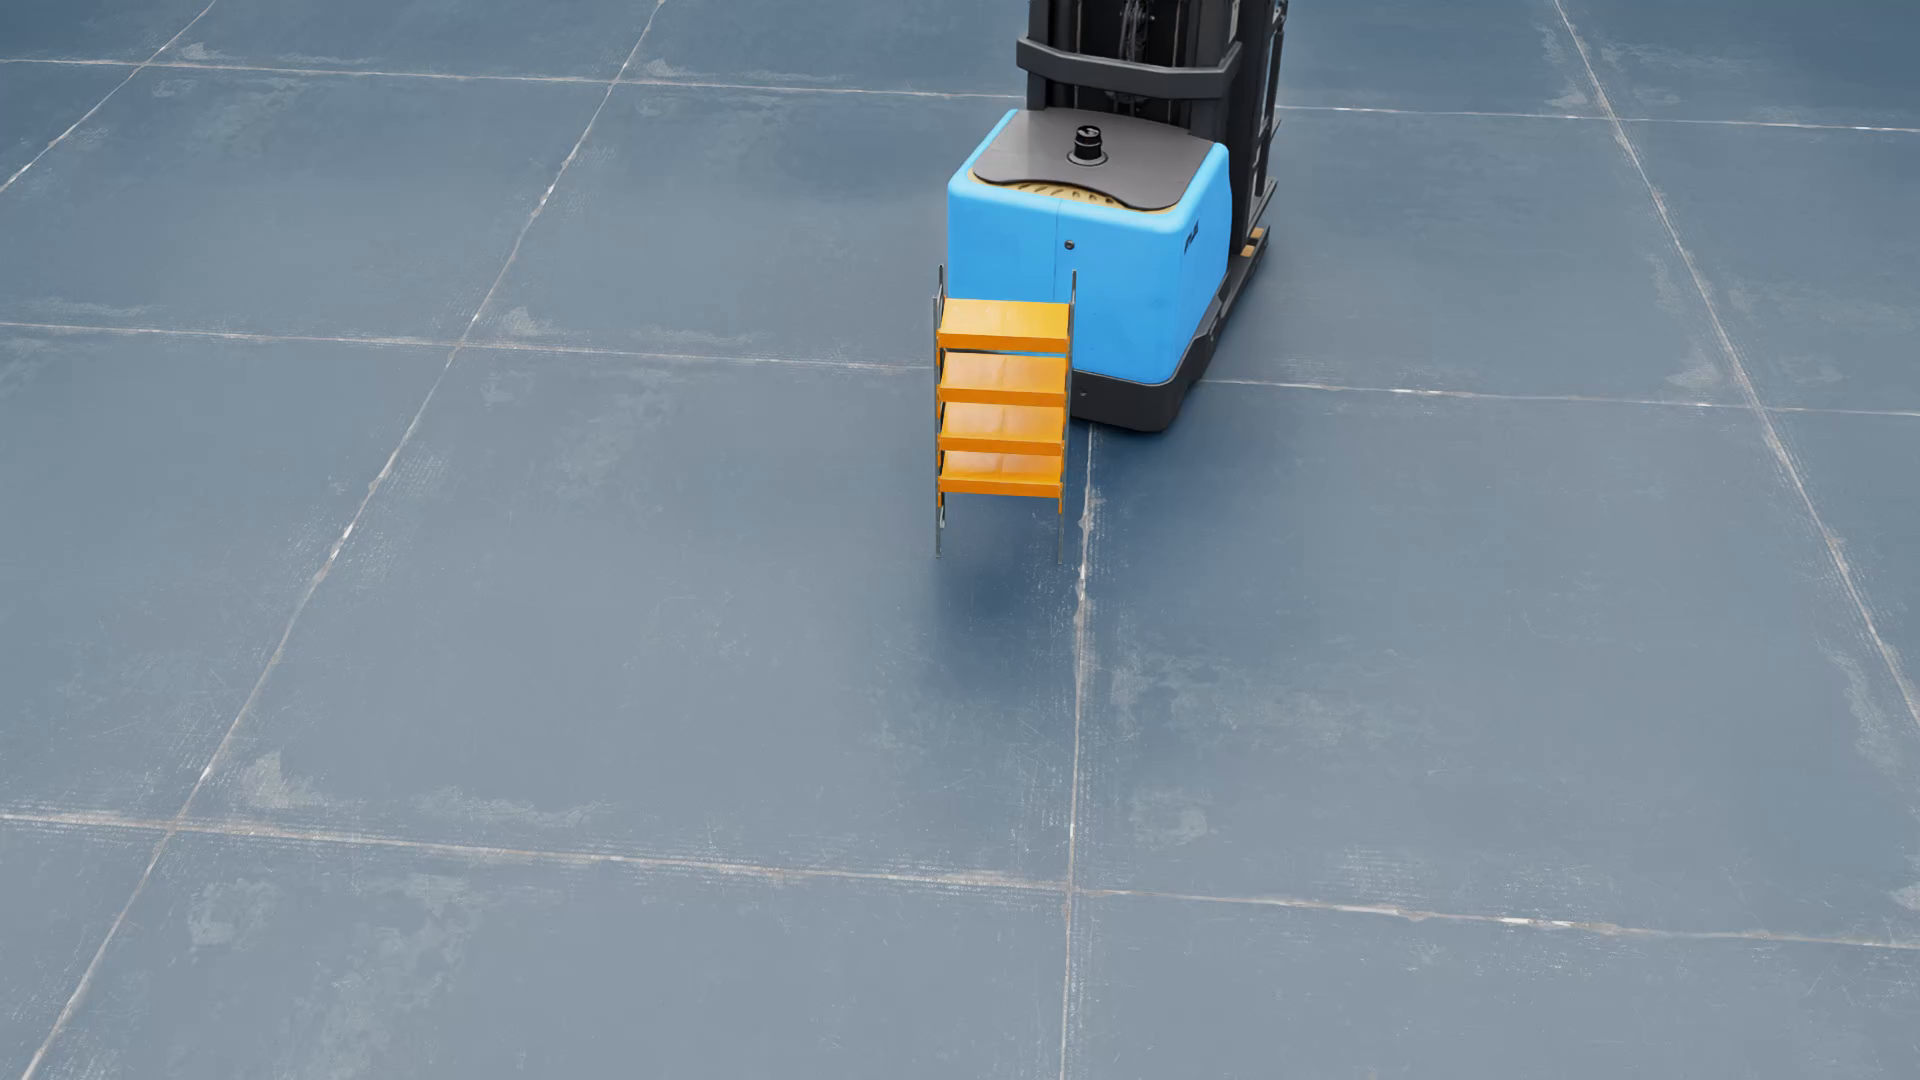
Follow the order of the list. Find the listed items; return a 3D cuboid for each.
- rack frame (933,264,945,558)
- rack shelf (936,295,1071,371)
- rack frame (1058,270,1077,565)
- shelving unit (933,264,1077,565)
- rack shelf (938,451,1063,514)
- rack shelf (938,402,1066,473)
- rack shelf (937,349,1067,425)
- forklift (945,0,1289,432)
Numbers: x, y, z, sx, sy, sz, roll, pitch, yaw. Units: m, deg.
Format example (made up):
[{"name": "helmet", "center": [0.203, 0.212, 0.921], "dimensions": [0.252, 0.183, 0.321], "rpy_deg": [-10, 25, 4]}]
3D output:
[{"name": "rack frame", "center": [-0.078, -0.470, 6.376], "dimensions": [0.015, 1.200, 0.240], "rpy_deg": [3, 39, 4]}, {"name": "rack shelf", "center": [0.165, -0.761, 6.112], "dimensions": [0.480, 0.148, 0.258], "rpy_deg": [3, 39, 4]}, {"name": "rack frame", "center": [0.408, -0.443, 6.344], "dimensions": [0.015, 1.200, 0.240], "rpy_deg": [3, 39, 4]}, {"name": "shelving unit", "center": [0.165, -0.456, 6.360], "dimensions": [0.503, 1.200, 0.258], "rpy_deg": [3, 39, 4]}, {"name": "rack shelf", "center": [0.165, -0.250, 6.528], "dimensions": [0.480, 0.148, 0.258], "rpy_deg": [3, 39, 4]}, {"name": "rack shelf", "center": [0.165, -0.404, 6.403], "dimensions": [0.480, 0.148, 0.258], "rpy_deg": [3, 39, 4]}, {"name": "rack shelf", "center": [0.165, -0.578, 6.261], "dimensions": [0.480, 0.148, 0.258], "rpy_deg": [3, 39, 4]}, {"name": "forklift", "center": [0.938, -2.541, 7.550], "dimensions": [1.130, 2.935, 3.031], "rpy_deg": [14, 41, 16]}]
